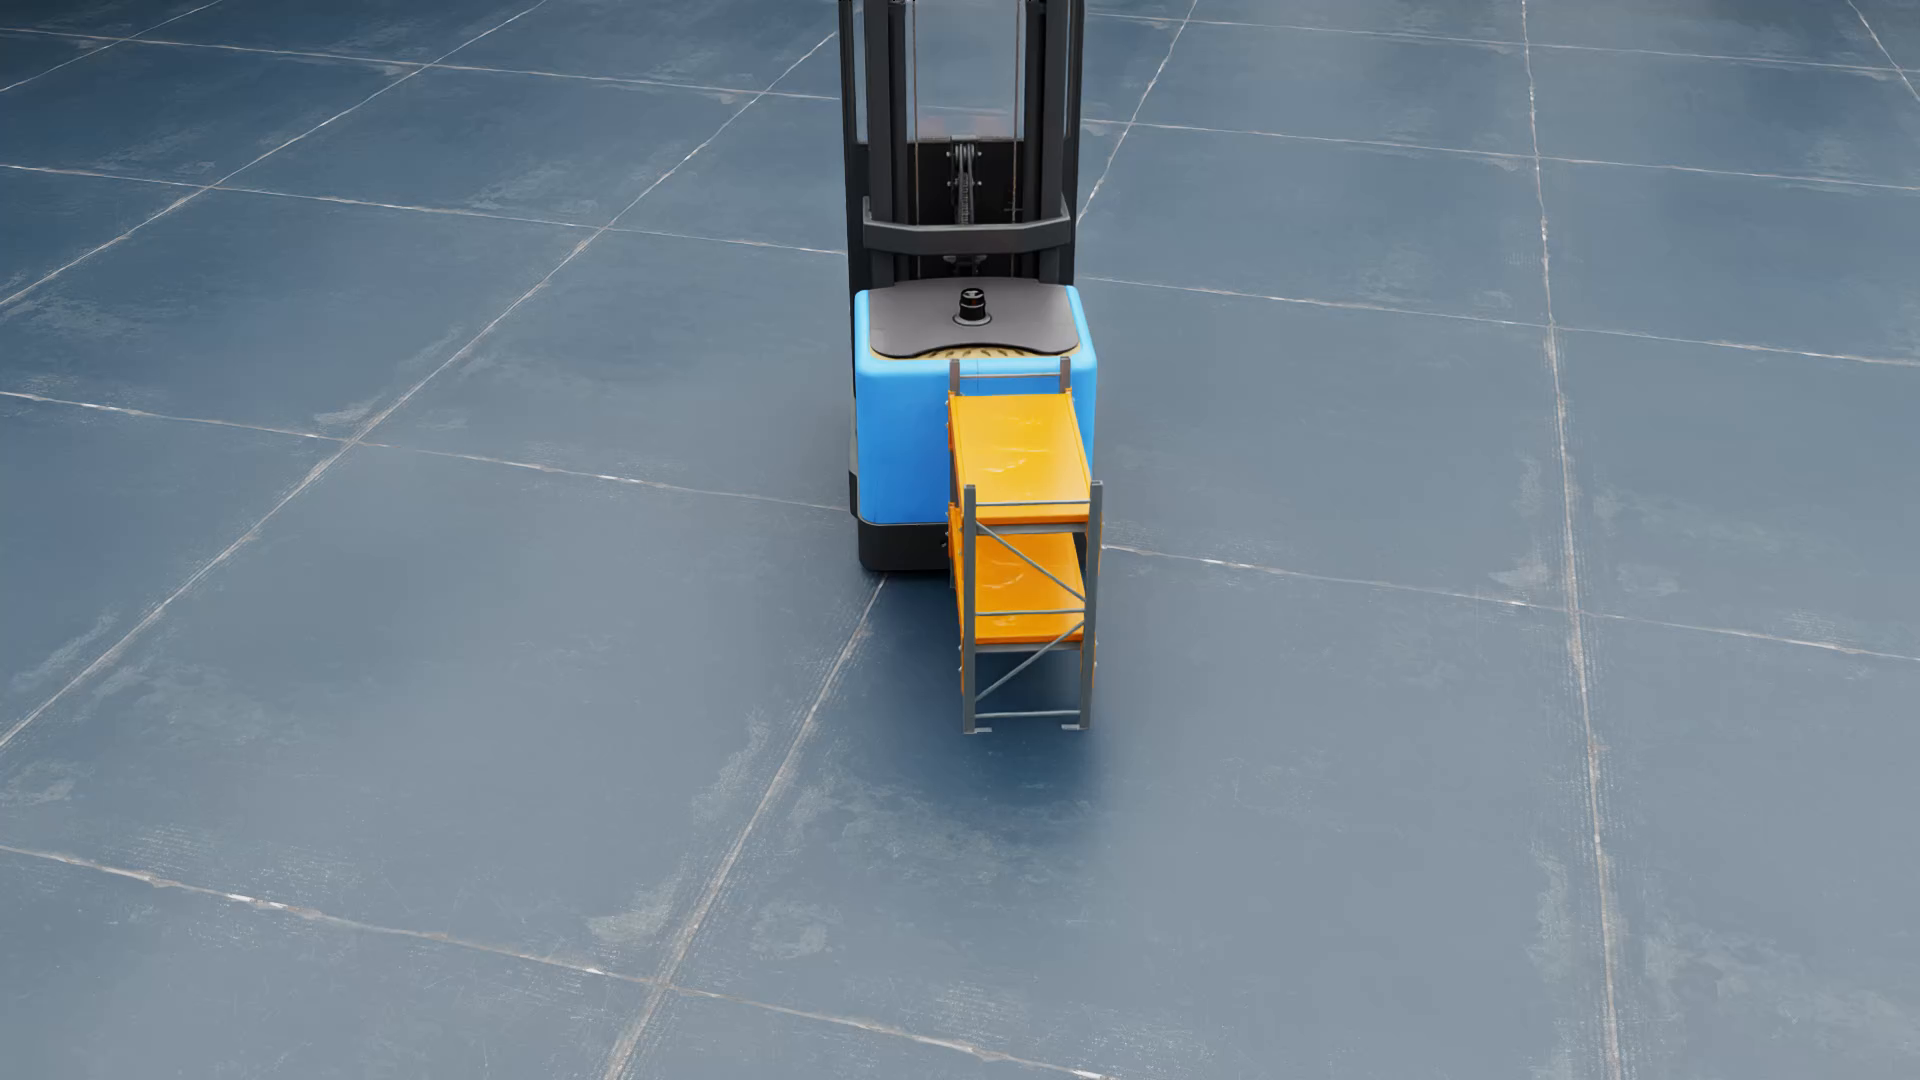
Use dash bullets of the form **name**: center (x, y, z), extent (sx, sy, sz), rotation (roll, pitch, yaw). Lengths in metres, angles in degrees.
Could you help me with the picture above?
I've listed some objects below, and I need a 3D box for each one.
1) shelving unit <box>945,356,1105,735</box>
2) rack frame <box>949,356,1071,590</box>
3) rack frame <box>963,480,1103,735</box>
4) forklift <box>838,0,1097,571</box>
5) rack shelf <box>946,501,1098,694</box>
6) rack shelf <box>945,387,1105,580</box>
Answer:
- **shelving unit**: center (0.235, 0.003, 6.696), extent (0.538, 1.125, 1.048), rotation (-2, 32, -3)
- **rack frame**: center (0.206, -0.269, 7.124), extent (0.500, 1.125, 0.032), rotation (-2, 32, -3)
- **rack frame**: center (0.263, 0.276, 6.268), extent (0.500, 1.125, 0.032), rotation (-2, 32, -3)
- **forklift**: center (-0.009, -1.862, 7.947), extent (1.130, 2.935, 3.031), rotation (-2, 32, -3)
- **rack shelf**: center (0.235, 0.210, 6.827), extent (0.538, 0.278, 1.000), rotation (-2, 32, -3)
- **rack shelf**: center (0.235, -0.244, 6.539), extent (0.538, 0.278, 1.000), rotation (-2, 32, -3)
